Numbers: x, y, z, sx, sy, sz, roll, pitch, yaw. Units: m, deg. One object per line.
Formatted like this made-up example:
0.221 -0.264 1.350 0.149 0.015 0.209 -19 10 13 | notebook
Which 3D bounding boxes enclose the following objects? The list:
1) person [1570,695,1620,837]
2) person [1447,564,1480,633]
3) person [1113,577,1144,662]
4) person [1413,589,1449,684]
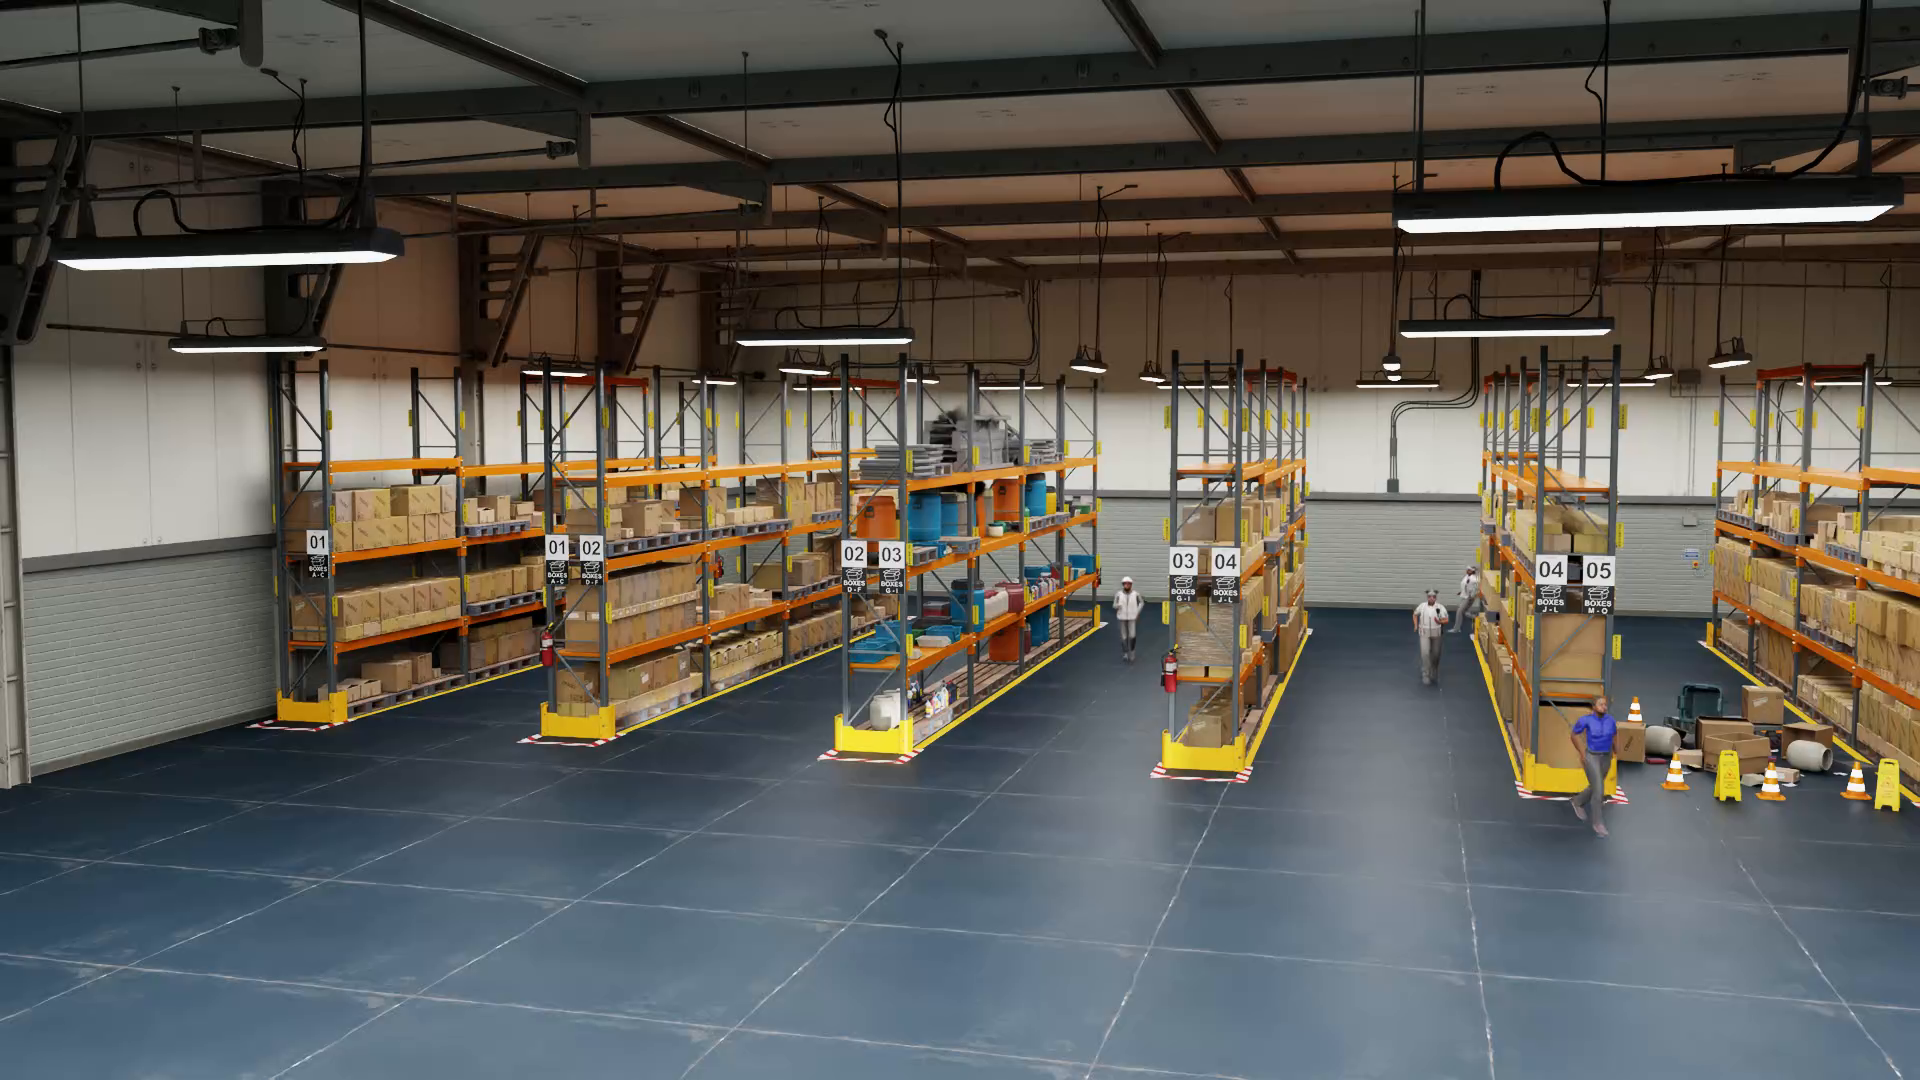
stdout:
7.760 2.714 20.346 0.578 1.683 0.824 -1 4 -16 | person
11.928 1.374 38.987 0.828 1.648 0.640 -1 4 -11 | person
3.480 1.649 34.475 0.642 1.768 0.647 1 4 9 | person
8.984 1.809 31.736 0.660 1.771 0.988 1 4 13 | person
